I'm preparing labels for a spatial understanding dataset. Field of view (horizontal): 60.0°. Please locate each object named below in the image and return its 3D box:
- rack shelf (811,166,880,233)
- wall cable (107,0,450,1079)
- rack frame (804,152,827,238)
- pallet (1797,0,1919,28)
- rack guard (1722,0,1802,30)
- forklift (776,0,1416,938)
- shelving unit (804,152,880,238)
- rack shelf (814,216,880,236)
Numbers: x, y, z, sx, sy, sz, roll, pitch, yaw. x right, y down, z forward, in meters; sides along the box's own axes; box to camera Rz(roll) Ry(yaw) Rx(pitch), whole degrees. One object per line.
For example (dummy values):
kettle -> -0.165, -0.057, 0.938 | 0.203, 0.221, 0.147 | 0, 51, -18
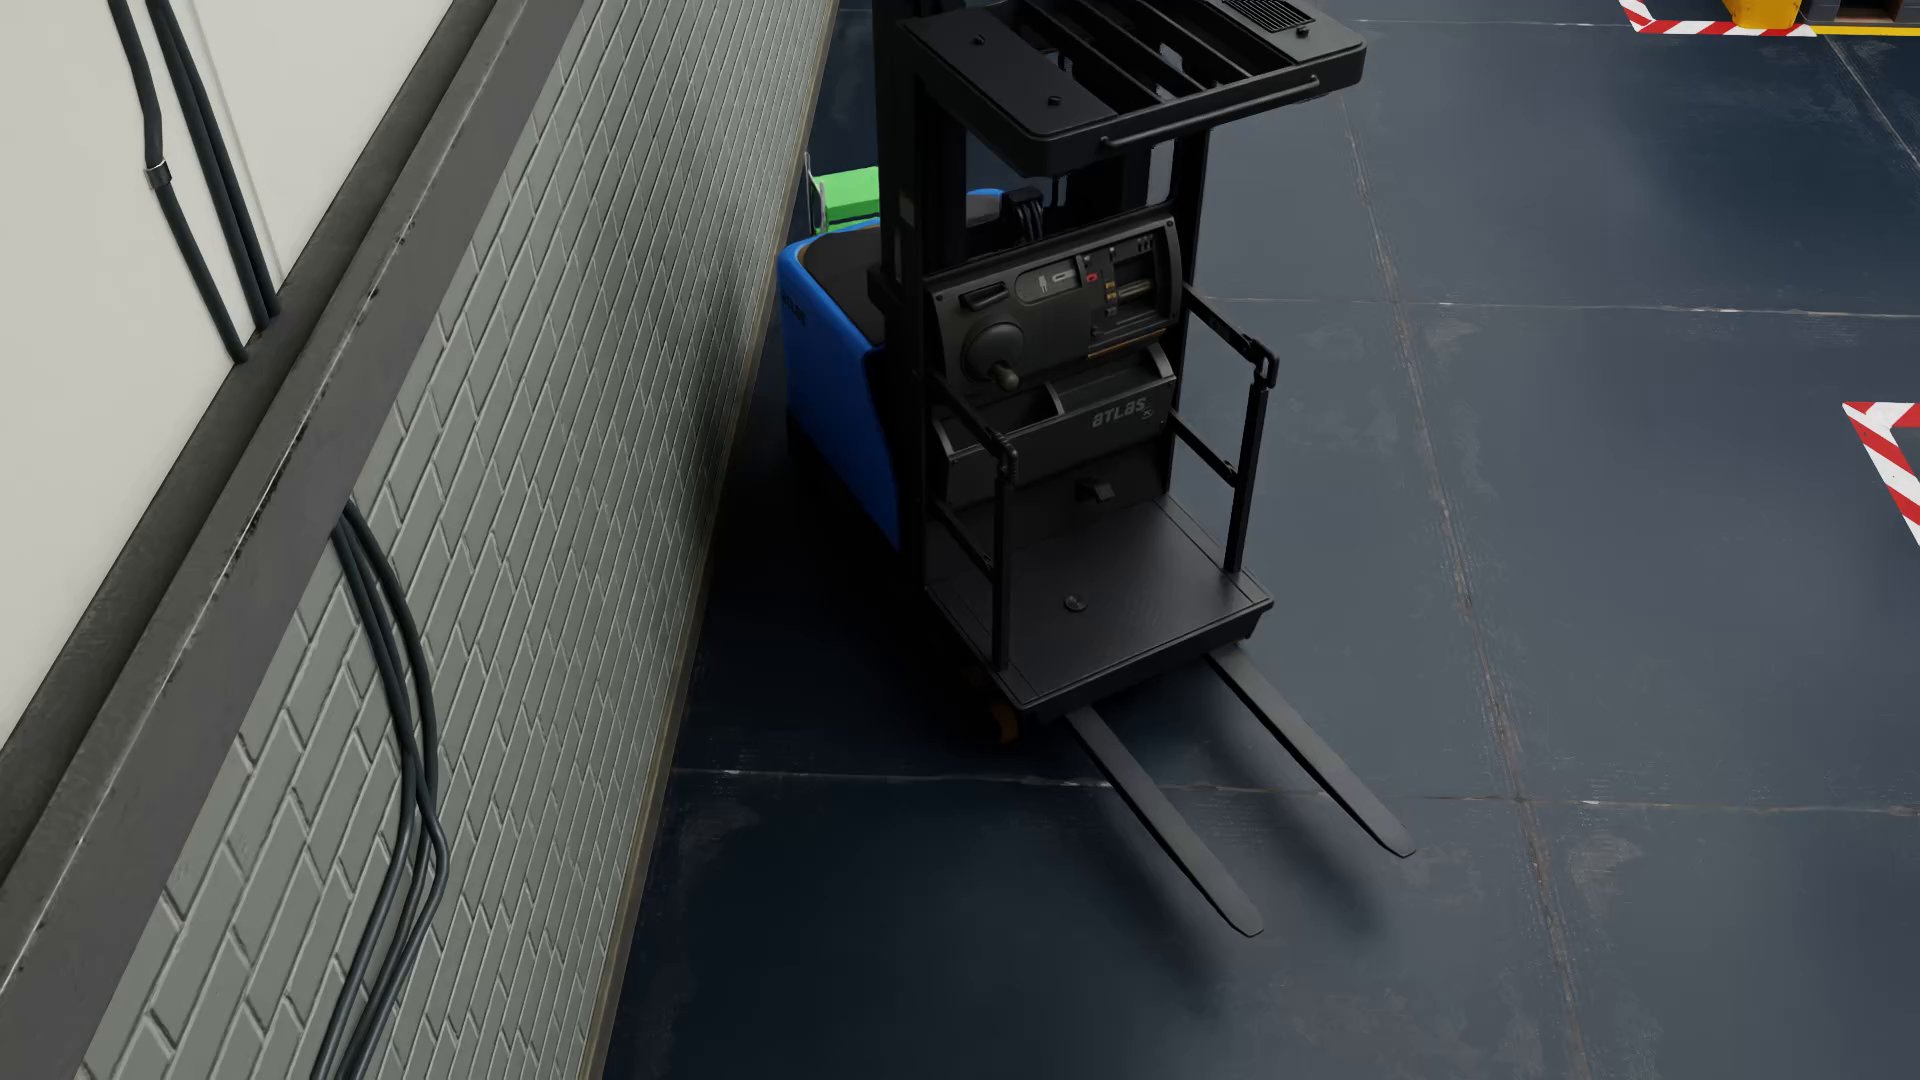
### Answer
rack shelf -> -0.347, -1.396, 6.756 | 0.480, 0.148, 0.258 | -13, 45, -14
wall cable -> -1.144, 0.673, 1.703 | 0.112, 2.526, 3.097 | 2, 43, 2
rack frame -> -0.578, -1.039, 6.983 | 0.015, 1.200, 0.240 | -13, 45, -14
pallet -> 5.758, -3.525, 10.379 | 1.213, 0.211, 1.003 | 2, 43, 2
rack guard -> 4.912, -3.674, 10.327 | 0.348, 0.500, 1.175 | 2, 43, 2
forklift -> 0.438, -0.698, 5.349 | 1.130, 2.935, 3.031 | -21, 47, -21
shelving unit -> -0.348, -1.094, 7.042 | 0.503, 1.200, 0.258 | -13, 45, -14
rack shelf -> -0.347, -1.222, 6.921 | 0.480, 0.148, 0.258 | -13, 45, -14
